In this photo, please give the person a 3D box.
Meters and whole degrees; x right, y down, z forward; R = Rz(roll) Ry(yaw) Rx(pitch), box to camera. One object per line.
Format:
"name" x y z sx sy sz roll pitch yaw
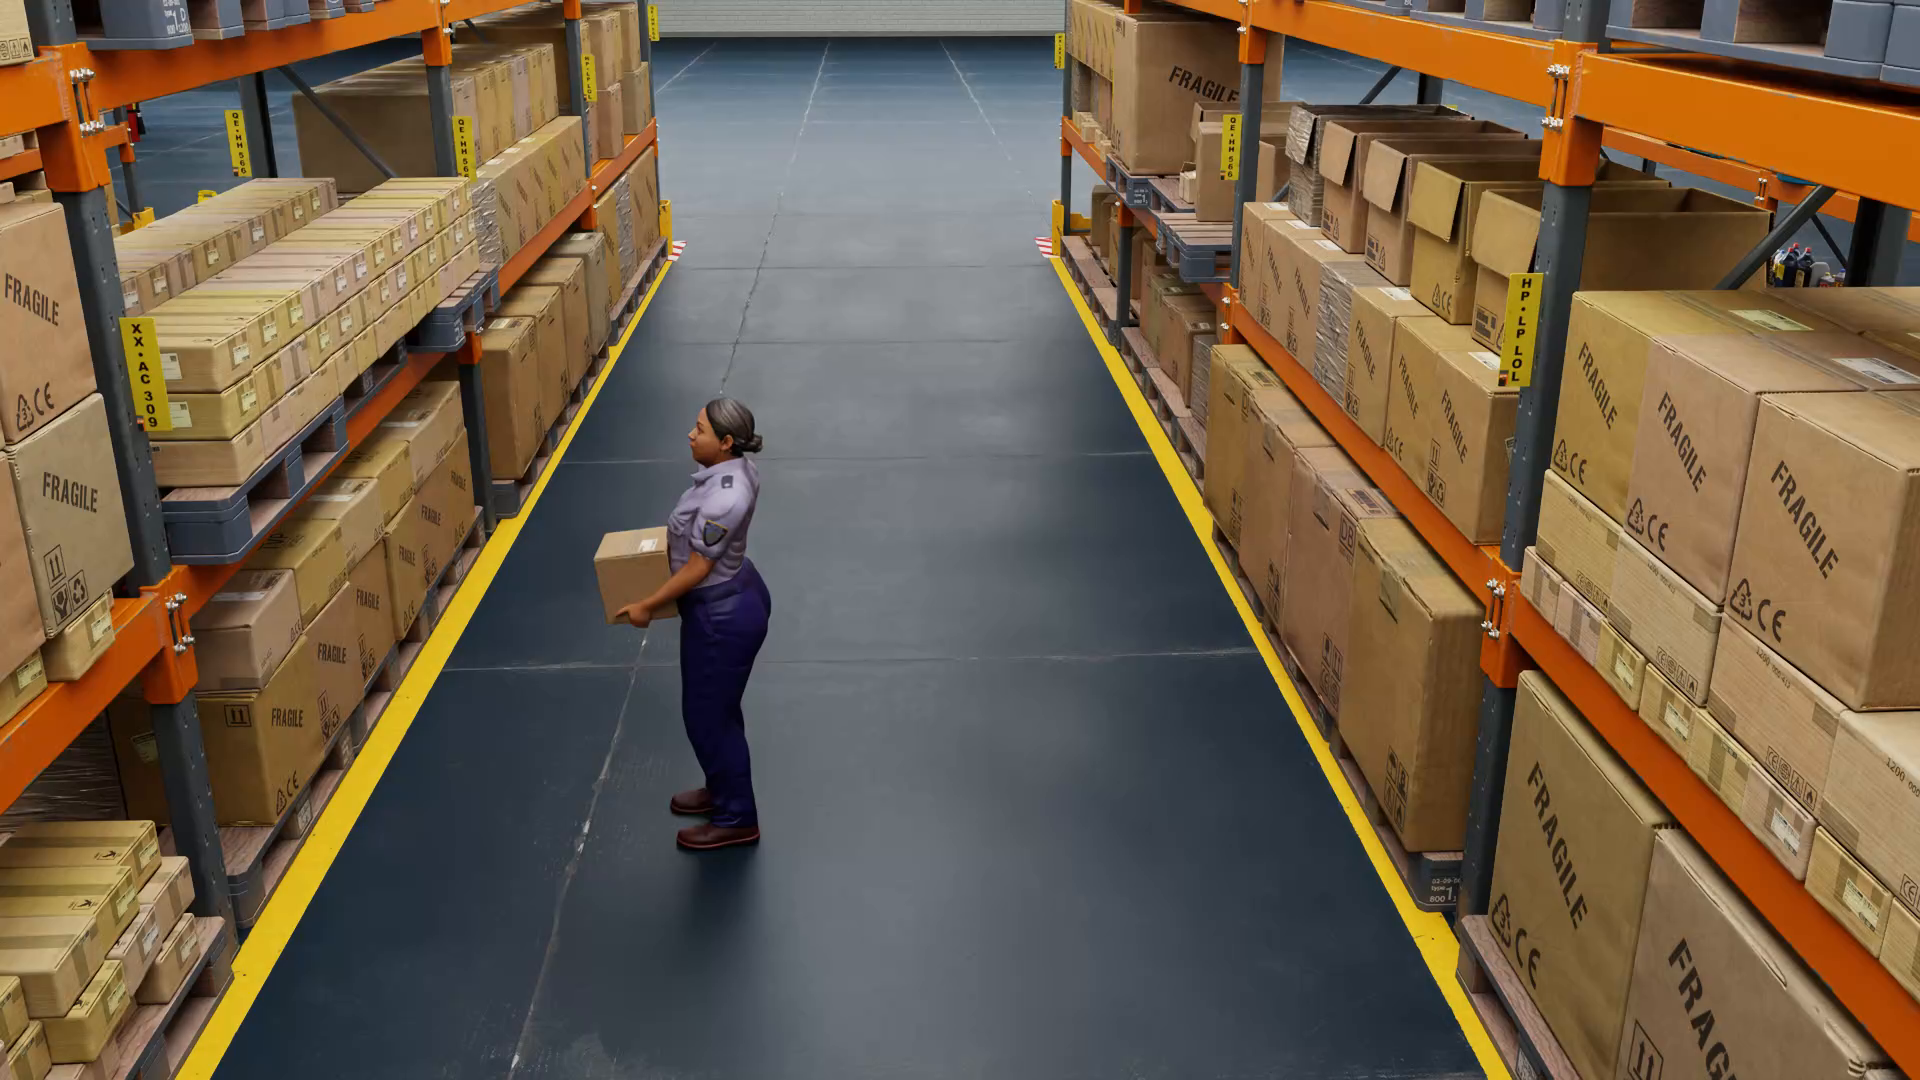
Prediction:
"person" -0.928 0.285 5.856 0.524 1.636 0.453 -1 21 -2
